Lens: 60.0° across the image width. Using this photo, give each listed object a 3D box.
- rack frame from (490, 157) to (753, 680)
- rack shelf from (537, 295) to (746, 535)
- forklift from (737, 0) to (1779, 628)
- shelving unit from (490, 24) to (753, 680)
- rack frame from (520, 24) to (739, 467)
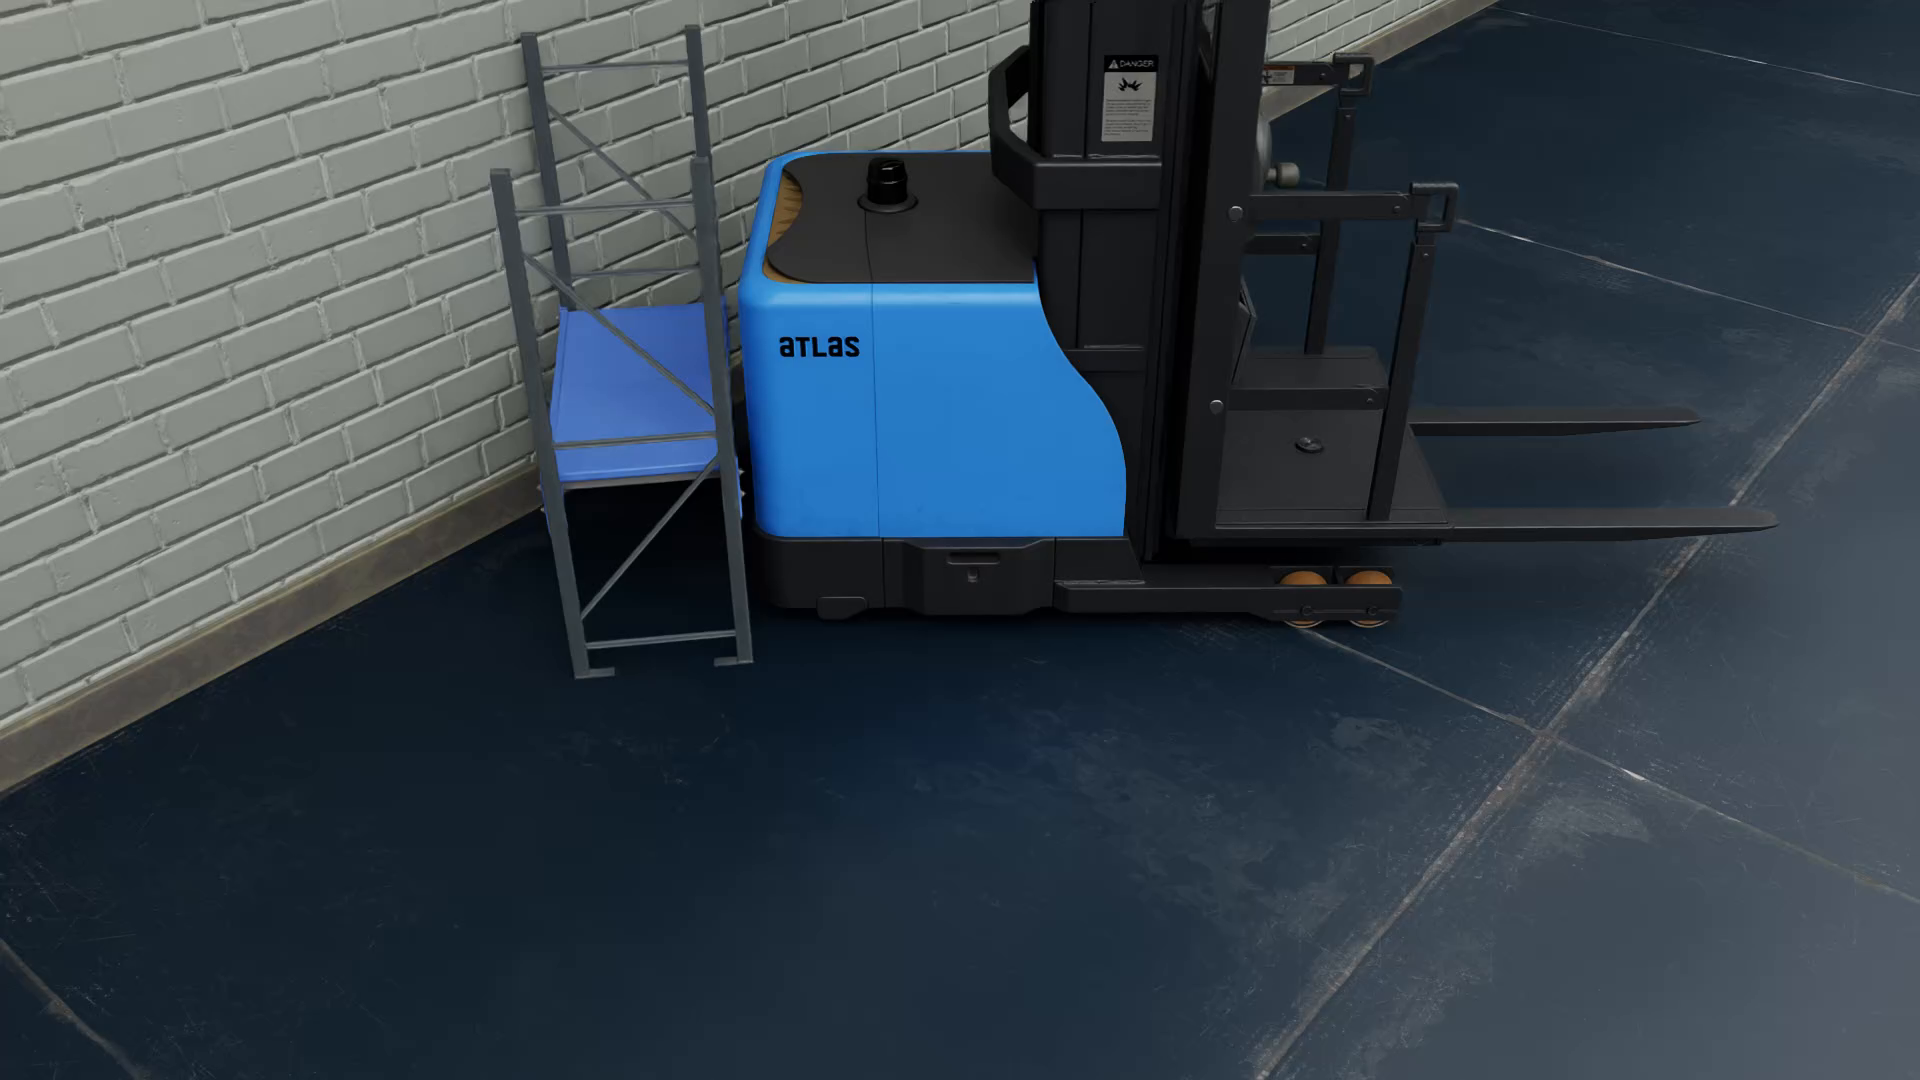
[{"bbox_3d":[-0.838,-0.254,4.295,0.500,1.500,0.032,-5,35,-7],"label":"rack frame"},{"bbox_3d":[-0.912,-0.390,4.811,0.538,0.185,1.000,-5,35,-7],"label":"rack shelf"},{"bbox_3d":[0.912,-1.253,4.485,3.031,2.935,1.130,0,34,0],"label":"forklift"},{"bbox_3d":[-0.912,-0.539,4.710,0.538,1.500,1.048,-5,35,-7],"label":"shelving unit"},{"bbox_3d":[-0.987,-0.823,5.124,0.500,1.500,0.032,-5,35,-7],"label":"rack frame"}]
